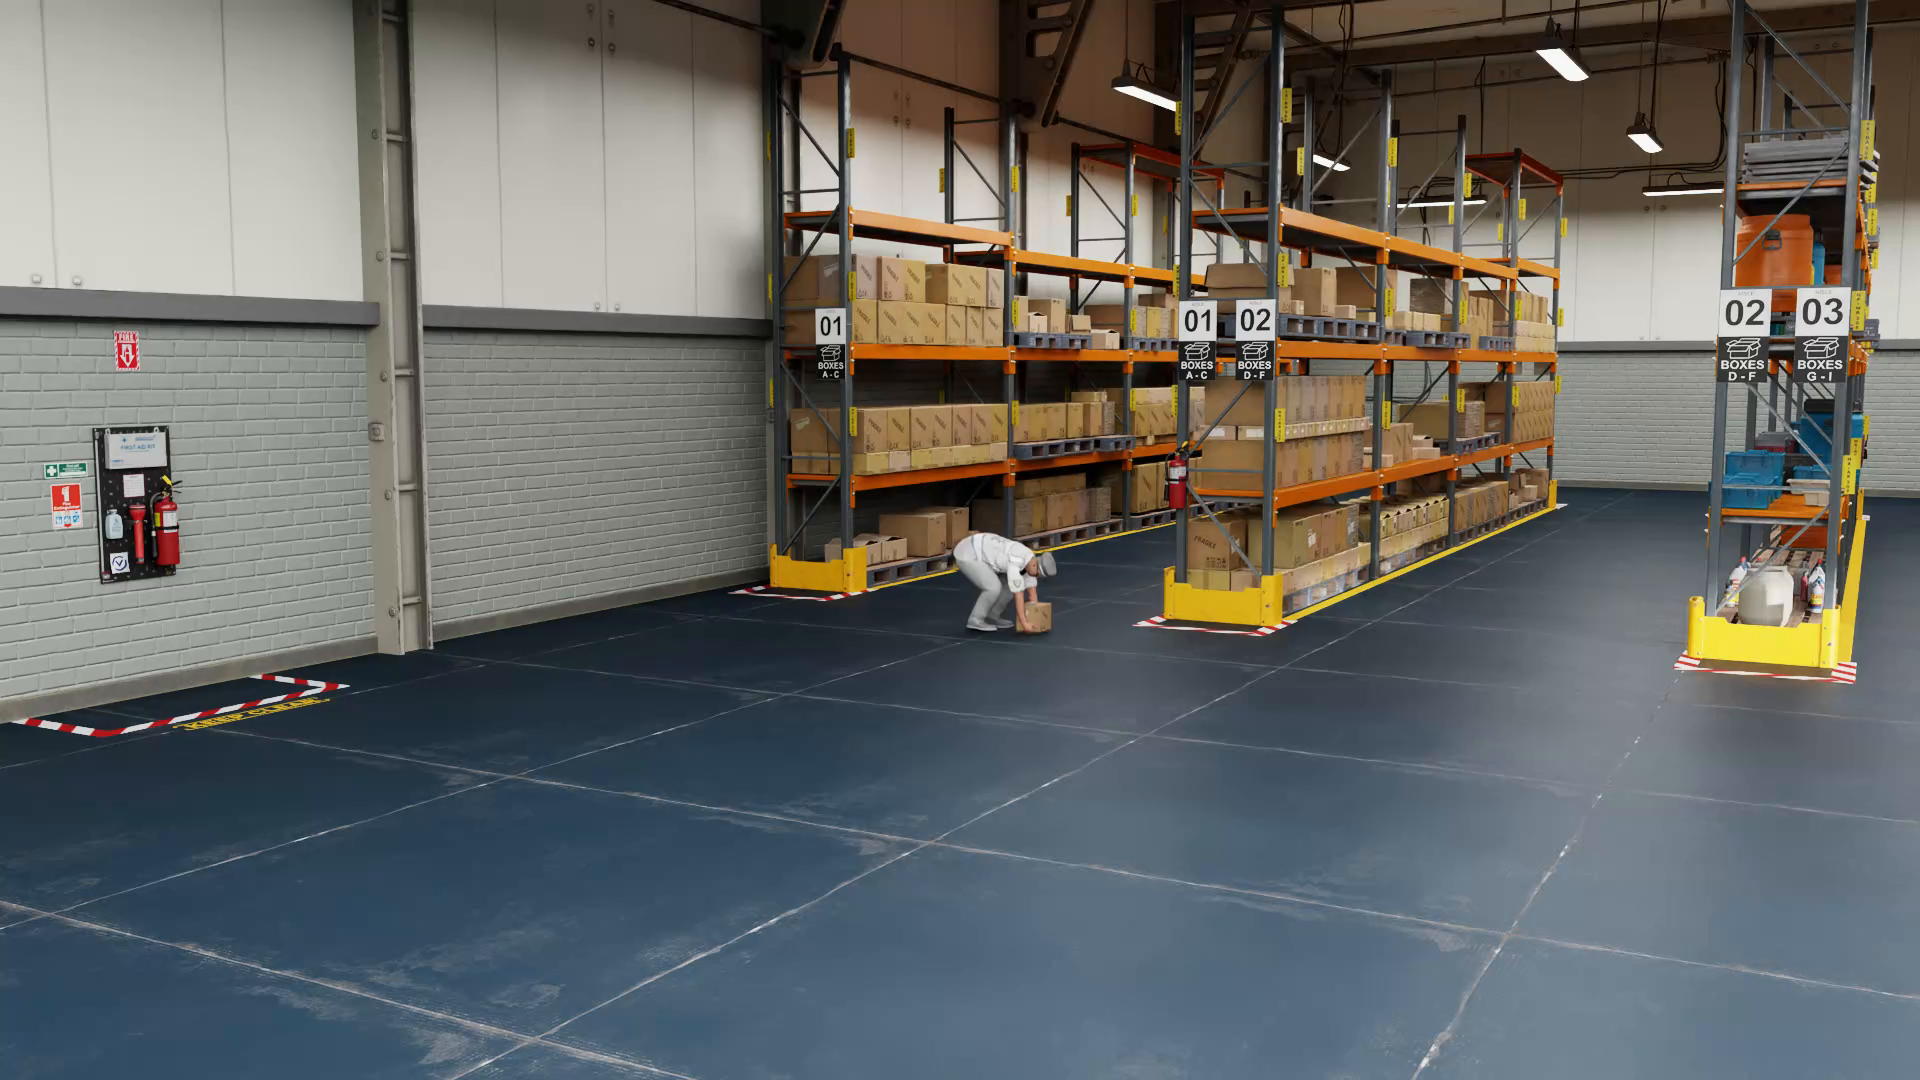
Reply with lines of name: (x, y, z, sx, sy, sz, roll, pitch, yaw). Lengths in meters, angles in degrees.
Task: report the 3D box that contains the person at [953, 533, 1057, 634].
person: (0.439, 0.407, 16.112, 1.023, 0.939, 0.527, 3, 7, 26)
